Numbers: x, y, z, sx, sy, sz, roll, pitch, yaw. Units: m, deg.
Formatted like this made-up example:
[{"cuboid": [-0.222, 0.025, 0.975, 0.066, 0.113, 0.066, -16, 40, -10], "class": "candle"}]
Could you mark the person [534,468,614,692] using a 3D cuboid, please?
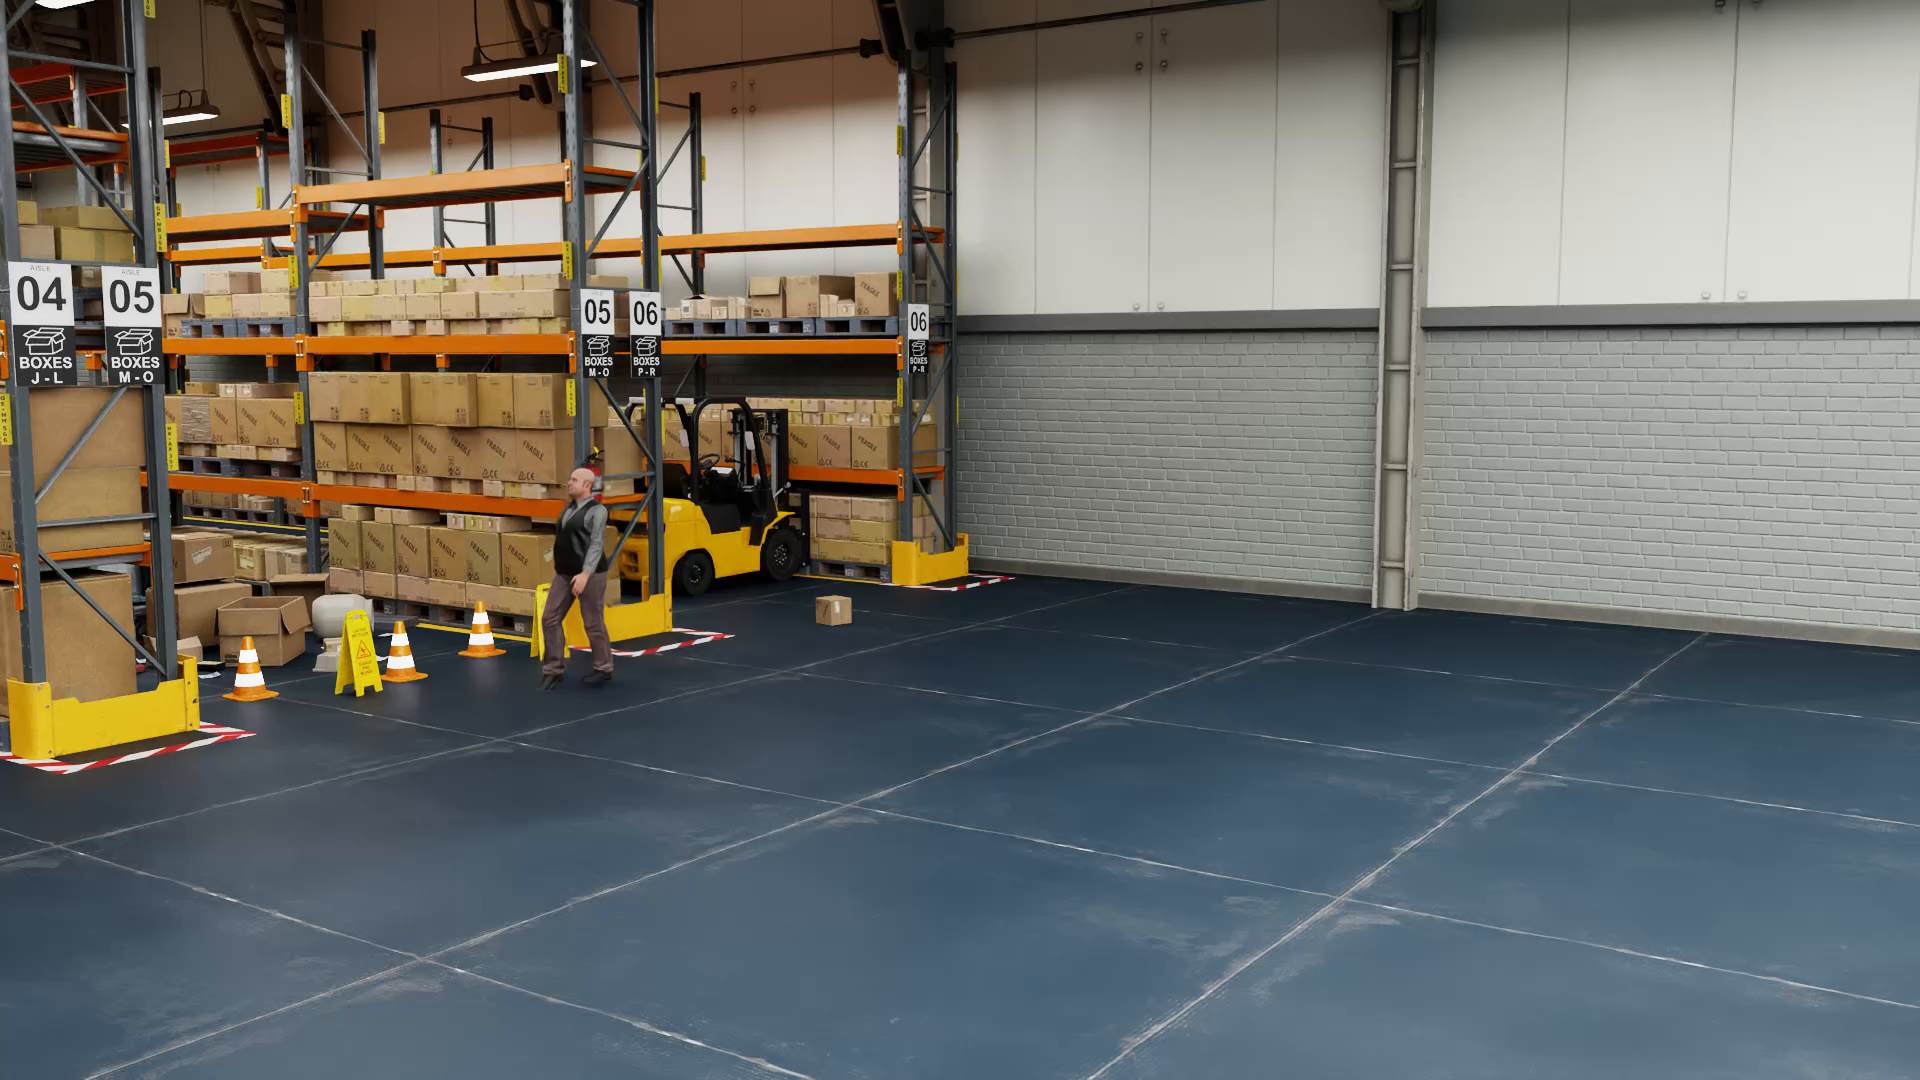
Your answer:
[{"cuboid": [-3.002, 0.291, 13.014, 0.538, 1.700, 0.646, 5, 8, 37], "class": "person"}]
